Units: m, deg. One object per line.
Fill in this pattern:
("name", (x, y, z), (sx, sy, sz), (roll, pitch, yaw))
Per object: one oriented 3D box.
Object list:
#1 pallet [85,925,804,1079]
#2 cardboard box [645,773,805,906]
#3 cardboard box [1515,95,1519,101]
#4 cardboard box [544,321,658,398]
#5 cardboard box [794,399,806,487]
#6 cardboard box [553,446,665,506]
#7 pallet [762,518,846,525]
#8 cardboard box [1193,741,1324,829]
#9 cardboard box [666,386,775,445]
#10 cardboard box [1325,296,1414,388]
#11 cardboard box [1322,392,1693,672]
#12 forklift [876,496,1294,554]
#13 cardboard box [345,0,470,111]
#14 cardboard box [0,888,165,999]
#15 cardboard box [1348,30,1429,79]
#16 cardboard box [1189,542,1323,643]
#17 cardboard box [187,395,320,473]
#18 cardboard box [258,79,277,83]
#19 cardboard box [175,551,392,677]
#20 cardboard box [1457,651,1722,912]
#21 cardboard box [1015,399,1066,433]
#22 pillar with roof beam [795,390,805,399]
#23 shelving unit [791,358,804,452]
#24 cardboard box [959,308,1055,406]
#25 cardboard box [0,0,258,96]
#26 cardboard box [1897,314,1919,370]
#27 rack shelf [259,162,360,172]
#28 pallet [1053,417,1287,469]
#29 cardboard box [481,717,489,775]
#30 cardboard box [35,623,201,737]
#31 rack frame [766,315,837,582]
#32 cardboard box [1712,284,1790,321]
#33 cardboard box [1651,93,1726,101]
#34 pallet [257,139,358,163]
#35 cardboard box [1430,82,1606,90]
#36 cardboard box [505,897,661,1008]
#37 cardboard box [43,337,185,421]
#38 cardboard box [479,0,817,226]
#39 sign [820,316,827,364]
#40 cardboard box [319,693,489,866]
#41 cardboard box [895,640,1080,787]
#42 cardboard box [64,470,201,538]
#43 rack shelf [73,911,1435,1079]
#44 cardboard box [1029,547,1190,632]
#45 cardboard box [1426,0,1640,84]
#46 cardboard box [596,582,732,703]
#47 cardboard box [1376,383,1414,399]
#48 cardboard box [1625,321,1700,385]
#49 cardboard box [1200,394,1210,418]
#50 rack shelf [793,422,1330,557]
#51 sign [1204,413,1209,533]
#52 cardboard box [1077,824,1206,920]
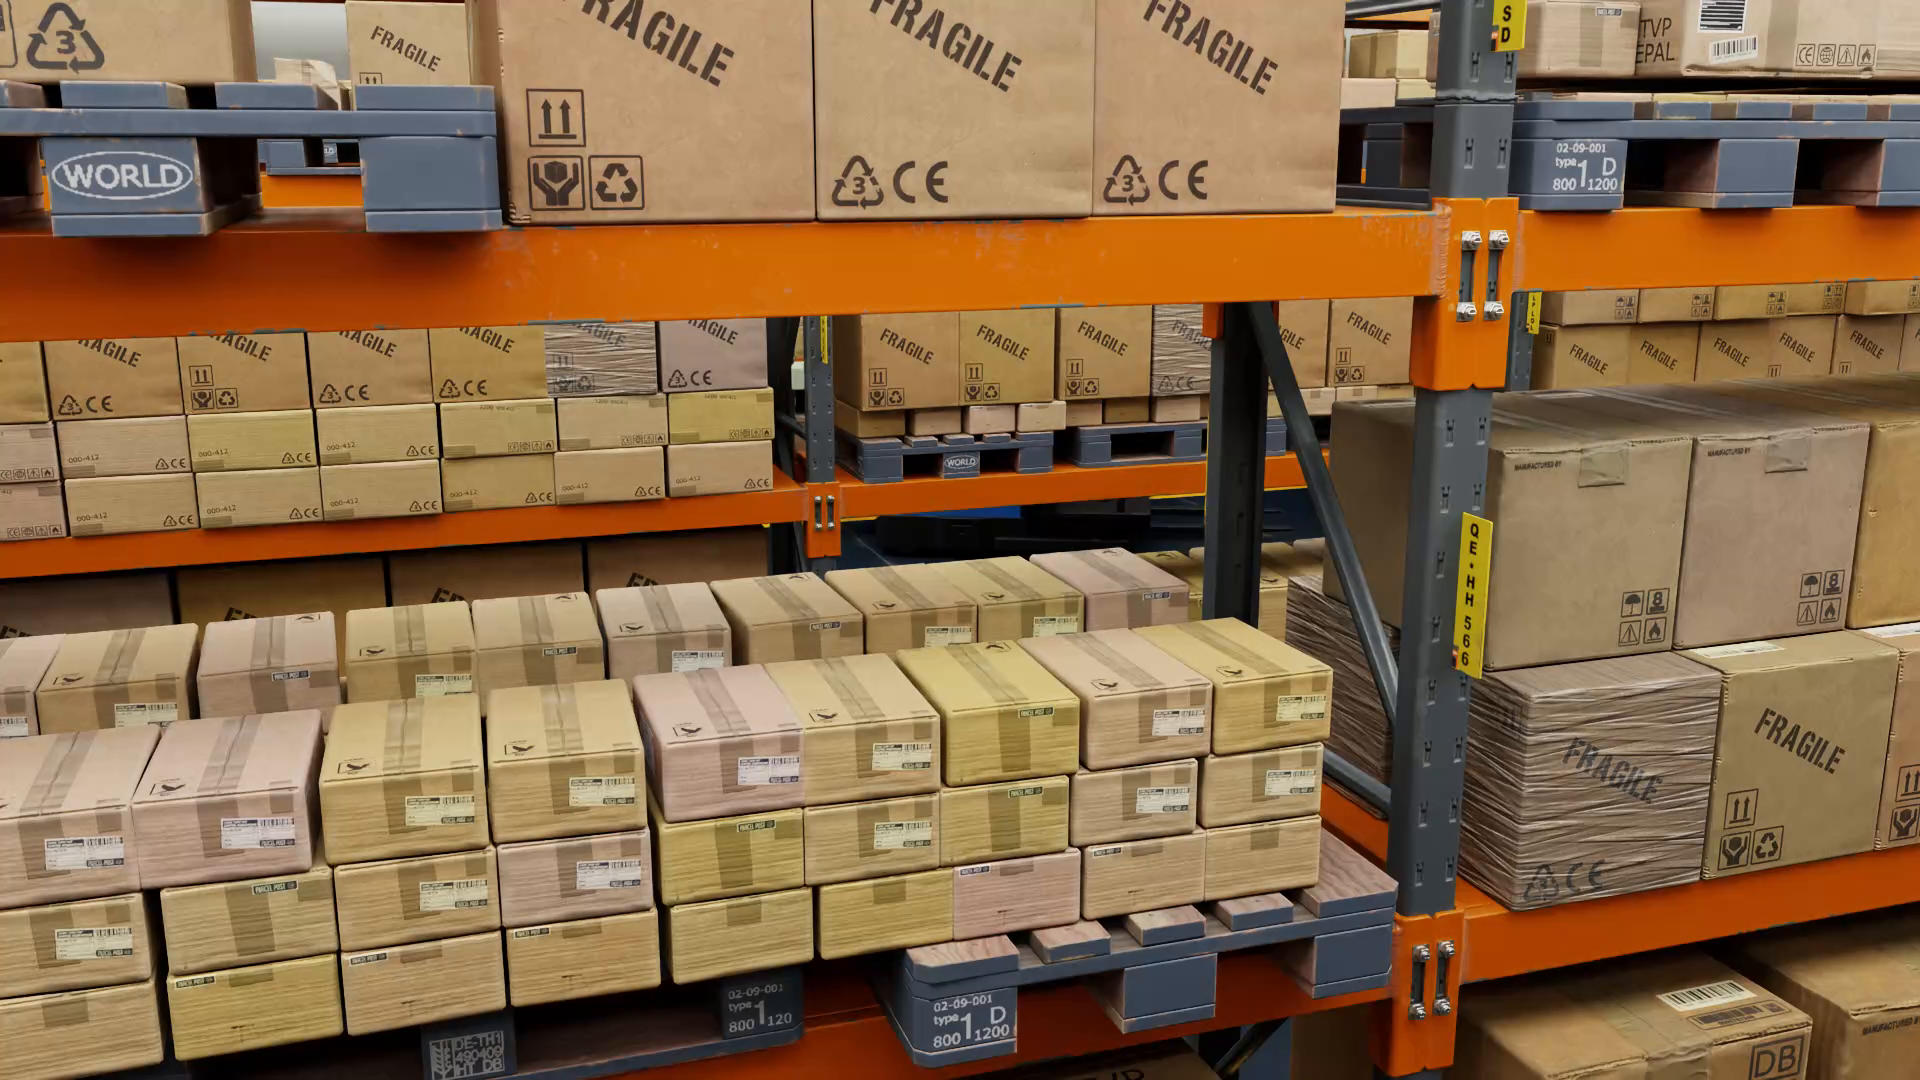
("pallet", (-1.014, 0.767, 3.349), (1.213, 0.211, 1.003), (-4, 14, -18))
("cardboard box", (-0.449, 0.505, 3.031), (0.250, 0.149, 0.380), (-5, 14, -18))
("cardboard box", (3.300, -2.477, 9.774), (0.500, 0.250, 0.500), (-5, 14, -19))
("cardboard box", (-1.715, -0.959, 7.816), (0.500, 0.500, 0.500), (-4, 14, -17))
("cardboard box", (-1.200, -0.790, 13.704), (0.625, 0.625, 0.875), (-4, 14, -16))
("cardboard box", (-1.701, -0.351, 7.960), (0.500, 0.250, 0.500), (-4, 14, -17))
("pallet", (-1.619, -0.343, 13.629), (1.213, 0.211, 1.003), (-4, 14, -18))
("cardboard box", (0.526, 0.429, 3.352), (0.250, 0.149, 0.380), (-4, 14, -17))
("cardboard box", (-1.203, -0.638, 8.087), (0.500, 0.250, 0.500), (-5, 14, -18))
("cardboard box", (2.132, -1.131, 9.148), (0.500, 0.500, 0.500), (-4, 14, -18))
("cardboard box", (1.278, -0.047, 3.982), (0.500, 0.500, 0.700), (-5, 14, -18))
("forklift", (0.930, -1.392, 12.161), (3.031, 2.935, 1.130), (1, 13, 5))
("cardboard box", (-2.403, -2.078, 7.290), (0.500, 0.500, 0.500), (-4, 14, -18))
("cardboard box", (-1.431, 0.581, 2.712), (0.250, 0.149, 0.380), (-4, 14, -16))
("cardboard box", (2.457, -2.618, 9.019), (0.500, 0.250, 0.500), (-4, 14, -17))
("cardboard box", (1.789, 0.313, 9.617), (0.625, 0.372, 0.950), (-4, 14, -15))
("cardboard box", (-3.137, -0.481, 7.426), (0.500, 0.250, 0.500), (-4, 14, -17))
("cardboard box", (-4.837, -3.114, 11.547), (0.250, 0.149, 0.380), (-4, 14, -17))
("cardboard box", (-3.201, 0.434, 8.021), (0.875, 0.875, 0.875), (-4, 14, -16))
("cardboard box", (1.361, 0.496, 3.858), (0.500, 0.500, 0.500), (-4, 14, -17))
("cardboard box", (0.362, -0.664, 8.587), (0.250, 0.149, 0.380), (-4, 14, -18))
("pillar with roof beam", (-0.091, -3.916, 9.659), (0.400, 9.000, 9.100), (-4, 14, -18))
("shelving unit", (-0.946, -0.788, 12.713), (0.755, 1.500, 0.431), (1, 13, 5))
("cardboard box", (0.167, -0.979, 8.512), (0.500, 0.500, 0.500), (-4, 14, -15))
("cardboard box", (-1.436, -0.985, 2.688), (0.637, 0.503, 0.797), (-5, 14, -19))
("cardboard box", (5.854, -1.207, 10.374), (0.500, 0.500, 0.500), (-4, 14, -18))
("rack shelf", (-4.307, -2.609, 12.203), (4.000, 0.370, 1.077), (-4, 14, -18))
("pallet", (1.038, -0.621, 9.186), (1.213, 0.211, 1.003), (-4, 14, -18))
("cardboard box", (-0.893, 0.379, 3.559), (0.250, 0.149, 0.380), (-5, 14, -19))
("cardboard box", (-1.641, 0.295, 3.271), (0.250, 0.149, 0.380), (-5, 14, -20))
("rack frame", (-0.825, -0.559, 8.512), (0.127, 3.000, 1.000), (-4, 14, -18))
("cardboard box", (4.428, -1.583, 9.797), (0.500, 0.500, 0.700), (-5, 14, -19))
("cardboard box", (3.956, -2.398, 9.441), (0.500, 0.250, 0.500), (-5, 14, -19))
("pallet", (-4.581, -2.830, 11.983), (1.003, 0.211, 1.213), (-4, 14, -18))
("cardboard box", (1.347, -1.172, 3.987), (0.250, 0.166, 0.380), (-4, 14, -18))
("cardboard box", (-0.689, 0.668, 2.989), (0.250, 0.149, 0.380), (-4, 14, -16))
("cardboard box", (-3.634, -0.812, 7.198), (0.500, 0.500, 0.500), (-5, 14, -18))
("cardboard box", (-0.556, -0.815, 2.890), (0.500, 0.500, 0.500), (-4, 14, -18))
("sign", (-0.645, -1.001, 7.867), (0.005, 0.325, 0.100), (-4, 14, -18))
("cardboard box", (-0.942, 0.398, 2.837), (0.250, 0.149, 0.380), (-4, 14, -16))
("cardboard box", (0.044, 0.322, 3.159), (0.250, 0.149, 0.380), (-4, 14, -16))
("cardboard box", (-3.625, -0.204, 7.343), (0.500, 0.250, 0.500), (-5, 14, -19))
("rack shelf", (-1.046, 1.017, 3.442), (4.000, 0.370, 1.077), (-4, 14, -18))
("cardboard box", (0.345, 0.139, 3.924), (0.250, 0.149, 0.380), (-4, 14, -18))
("cardboard box", (1.217, -1.061, 3.557), (0.250, 0.149, 0.380), (-5, 14, -20))
("cardboard box", (-0.645, 0.216, 3.601), (0.250, 0.149, 0.380), (-4, 14, -15))
("cardboard box", (2.311, -0.822, 9.254), (0.250, 0.149, 0.380), (-5, 14, -20))
("cardboard box", (3.940, -1.061, 9.764), (0.500, 0.500, 0.500), (-5, 14, -18))
("cardboard box", (1.312, -0.769, 9.029), (0.250, 0.149, 0.380), (-5, 14, -20))
("rack shelf", (1.070, -0.357, 9.216), (4.000, 0.370, 1.077), (-4, 14, -18))
("sign", (0.669, -0.166, 4.356), (0.005, 0.325, 0.100), (-4, 14, -18))
("cardboard box", (0.292, 0.592, 3.307), (0.250, 0.149, 0.380), (-4, 14, -18))
